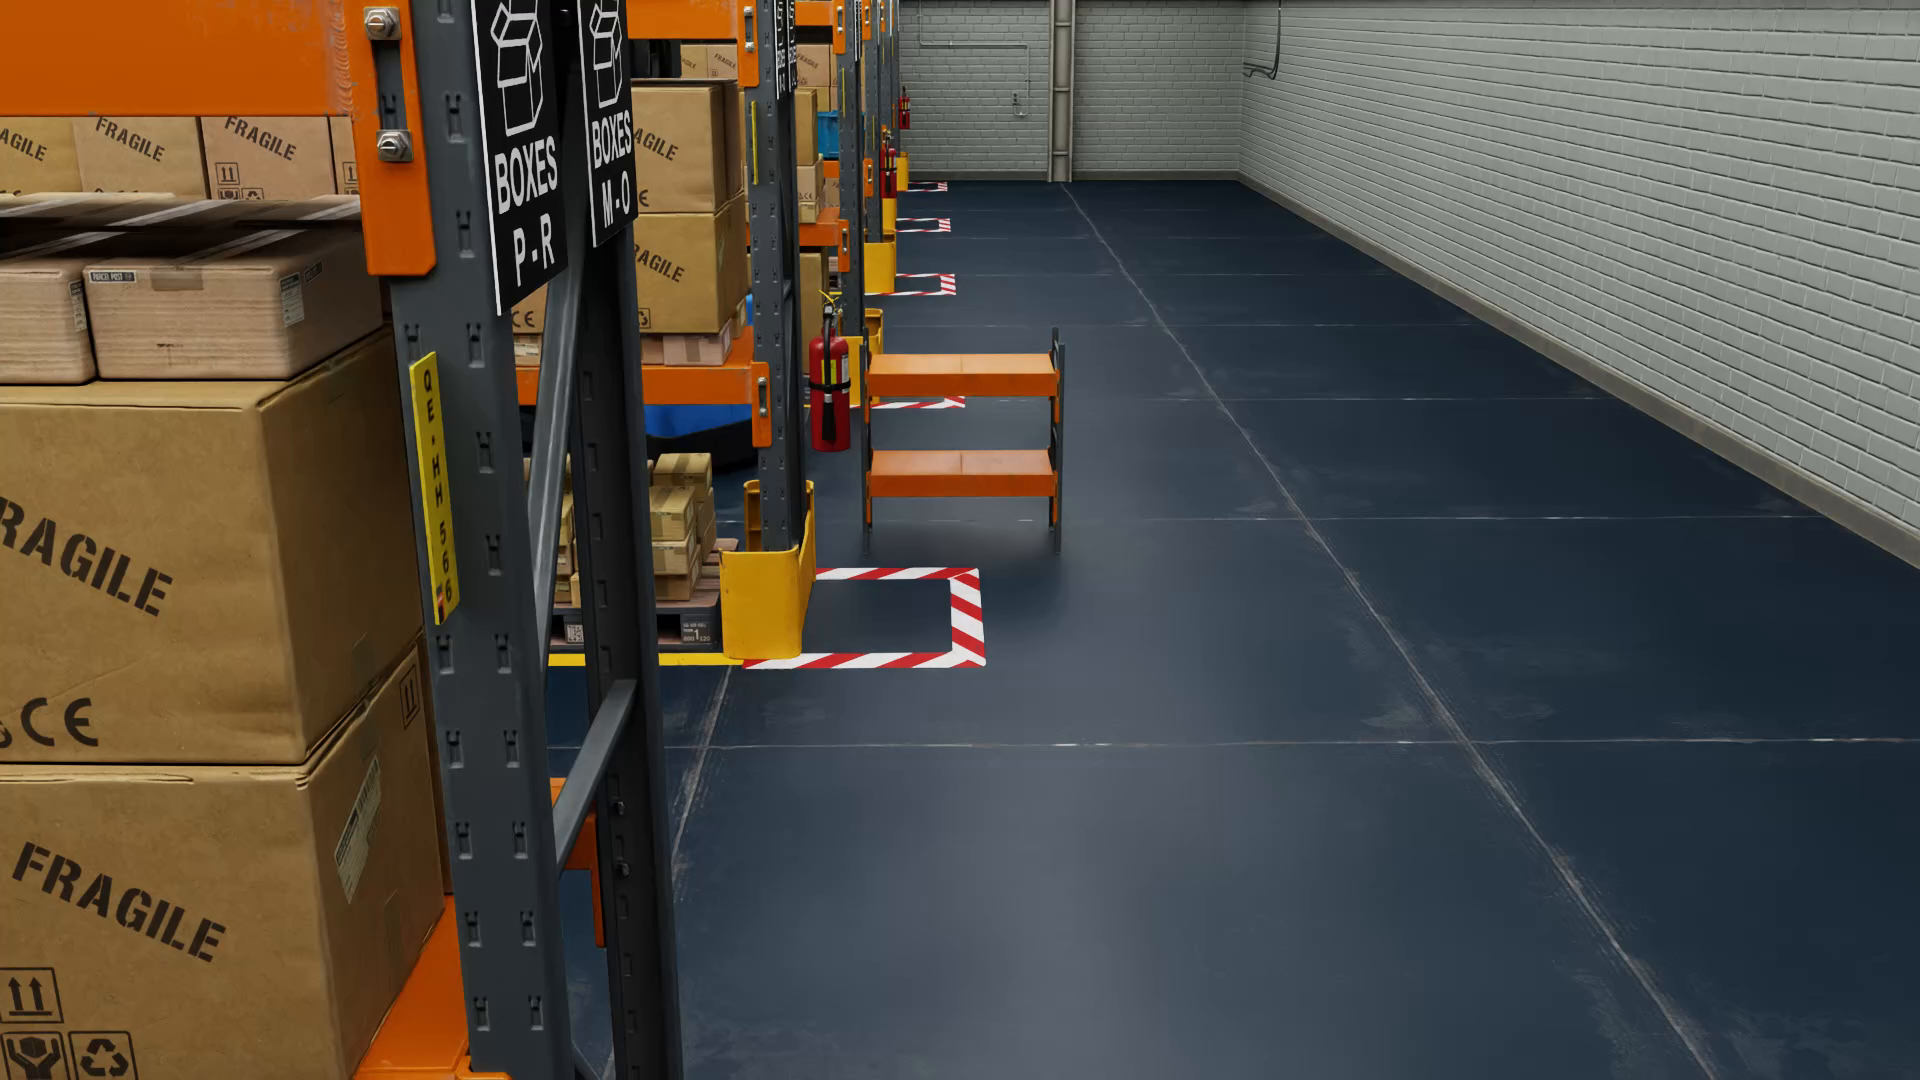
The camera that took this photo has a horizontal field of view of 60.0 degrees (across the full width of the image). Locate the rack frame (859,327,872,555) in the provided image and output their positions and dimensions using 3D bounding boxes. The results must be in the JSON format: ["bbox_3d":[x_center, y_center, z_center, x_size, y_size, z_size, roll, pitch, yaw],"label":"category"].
[{"bbox_3d":[-0.502,-0.533,8.868,0.032,1.125,0.500,0,18,-1],"label":"rack frame"}]

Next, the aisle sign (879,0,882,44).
[{"bbox_3d":[-0.807,-5.433,16.817,0.004,0.787,0.394,0,18,-1],"label":"aisle sign"}]

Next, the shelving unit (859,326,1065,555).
[{"bbox_3d":[0.007,-0.536,8.876,1.048,1.125,0.538,0,18,-1],"label":"shelving unit"}]

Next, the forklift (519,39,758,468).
[{"bbox_3d":[-2.547,-2.118,10.851,3.031,2.935,1.130,15,23,38],"label":"forklift"}]

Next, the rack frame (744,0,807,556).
[{"bbox_3d":[-0.819,-1.076,7.491,0.127,3.000,1.000,0,18,-1],"label":"rack frame"}]

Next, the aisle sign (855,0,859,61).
[{"bbox_3d":[-0.720,-3.738,11.533,0.004,0.787,0.394,0,18,-1],"label":"aisle sign"}]

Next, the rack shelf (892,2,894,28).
[{"bbox_3d":[-3.031,-8.206,25.984,4.000,0.370,1.077,0,18,-1],"label":"rack shelf"}]

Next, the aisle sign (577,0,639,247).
[{"bbox_3d":[-0.572,-0.891,2.660,0.004,0.787,0.394,0,18,-1],"label":"aisle sign"}]

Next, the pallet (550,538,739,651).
[{"bbox_3d":[-1.708,0.245,7.937,1.213,0.211,1.003,0,18,-1],"label":"pallet"}]

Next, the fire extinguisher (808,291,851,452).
[{"bbox_3d":[-0.560,-0.722,7.124,0.183,0.674,0.296,0,18,-1],"label":"fire extinguisher"}]

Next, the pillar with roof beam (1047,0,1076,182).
[{"bbox_3d":[1.723,-8.949,22.212,0.400,9.000,9.100,0,18,-1],"label":"pillar with roof beam"}]

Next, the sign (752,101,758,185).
[{"bbox_3d":[-0.830,-1.608,6.737,0.005,0.325,0.100,0,18,-1],"label":"sign"}]

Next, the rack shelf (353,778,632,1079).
[{"bbox_3d":[-2.640,0.788,2.859,4.000,0.370,1.077,0,18,-1],"label":"rack shelf"}]

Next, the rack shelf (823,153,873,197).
[{"bbox_3d":[-2.874,-3.752,17.010,4.000,0.370,1.077,0,18,-1],"label":"rack shelf"}]

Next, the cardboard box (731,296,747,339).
[{"bbox_3d":[-1.148,-1.055,7.836,0.250,0.149,0.380,0,18,-1],"label":"cardboard box"}]

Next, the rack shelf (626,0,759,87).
[{"bbox_3d":[-2.819,-2.152,7.112,4.000,0.370,1.077,0,18,-1],"label":"rack shelf"}]

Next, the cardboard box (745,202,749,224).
[{"bbox_3d":[-1.407,-2.368,11.929,0.250,0.149,0.380,0,18,0],"label":"cardboard box"}]

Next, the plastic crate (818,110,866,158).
[{"bbox_3d":[-1.206,-4.091,16.733,0.499,0.435,0.616,0,18,-1],"label":"plastic crate"}]

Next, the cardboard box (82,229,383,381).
[{"bbox_3d":[-0.995,-0.334,2.316,0.250,0.149,0.380,0,18,0],"label":"cardboard box"}]

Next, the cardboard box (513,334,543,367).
[{"bbox_3d":[-1.895,-0.864,7.243,0.250,0.149,0.380,0,18,1],"label":"cardboard box"}]

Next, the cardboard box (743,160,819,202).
[{"bbox_3d":[-1.277,-2.578,11.932,0.500,0.250,0.500,-1,18,-2],"label":"cardboard box"}]

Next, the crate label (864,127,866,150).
[{"bbox_3d":[-1.126,-4.152,17.256,0.303,0.233,0.416,0,18,-1],"label":"crate label"}]

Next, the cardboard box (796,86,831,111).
[{"bbox_3d":[-1.911,-5.576,21.354,0.500,0.500,0.500,0,18,0],"label":"cardboard box"}]

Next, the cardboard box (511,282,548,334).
[{"bbox_3d":[-1.779,-1.183,7.175,0.500,0.500,0.500,-1,18,-2],"label":"cardboard box"}]

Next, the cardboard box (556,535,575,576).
[{"bbox_3d":[-1.862,0.033,7.528,0.250,0.149,0.380,-1,18,-3],"label":"cardboard box"}]

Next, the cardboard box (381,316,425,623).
[{"bbox_3d":[-1.124,-0.173,2.875,0.500,0.500,0.500,-1,18,-2],"label":"cardboard box"}]

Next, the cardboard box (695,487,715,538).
[{"bbox_3d":[-1.347,-0.136,8.053,0.250,0.149,0.380,0,18,1],"label":"cardboard box"}]

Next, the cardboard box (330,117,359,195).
[{"bbox_3d":[-2.299,-1.655,7.010,0.500,0.500,0.500,1,18,2],"label":"cardboard box"}]

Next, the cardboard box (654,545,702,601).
[{"bbox_3d":[-1.342,0.148,7.656,0.250,0.149,0.380,0,18,0],"label":"cardboard box"}]

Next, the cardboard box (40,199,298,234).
[{"bbox_3d":[-1.260,-0.457,2.699,0.250,0.149,0.380,0,18,0],"label":"cardboard box"}]

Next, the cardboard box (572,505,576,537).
[{"bbox_3d":[-1.596,-0.138,7.573,0.250,0.149,0.380,0,18,0],"label":"cardboard box"}]

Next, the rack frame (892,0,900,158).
[{"bbox_3d":[-1.031,-7.130,26.363,0.127,3.000,1.000,0,18,-1],"label":"rack frame"}]

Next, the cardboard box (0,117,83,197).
[{"bbox_3d":[-3.845,-1.657,7.014,0.500,0.500,0.500,-1,18,-3],"label":"cardboard box"}]

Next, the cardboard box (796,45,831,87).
[{"bbox_3d":[-1.895,-6.052,21.202,0.500,0.500,0.500,0,18,1],"label":"cardboard box"}]

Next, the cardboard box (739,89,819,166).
[{"bbox_3d":[-1.279,-2.936,11.820,0.500,0.500,0.500,0,18,0],"label":"cardboard box"}]

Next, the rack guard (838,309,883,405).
[{"bbox_3d":[-0.772,-1.401,12.597,0.348,0.500,1.175,0,18,-1],"label":"rack guard"}]

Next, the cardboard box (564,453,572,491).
[{"bbox_3d":[-1.876,-0.303,8.086,0.250,0.149,0.380,0,18,-1],"label":"cardboard box"}]
